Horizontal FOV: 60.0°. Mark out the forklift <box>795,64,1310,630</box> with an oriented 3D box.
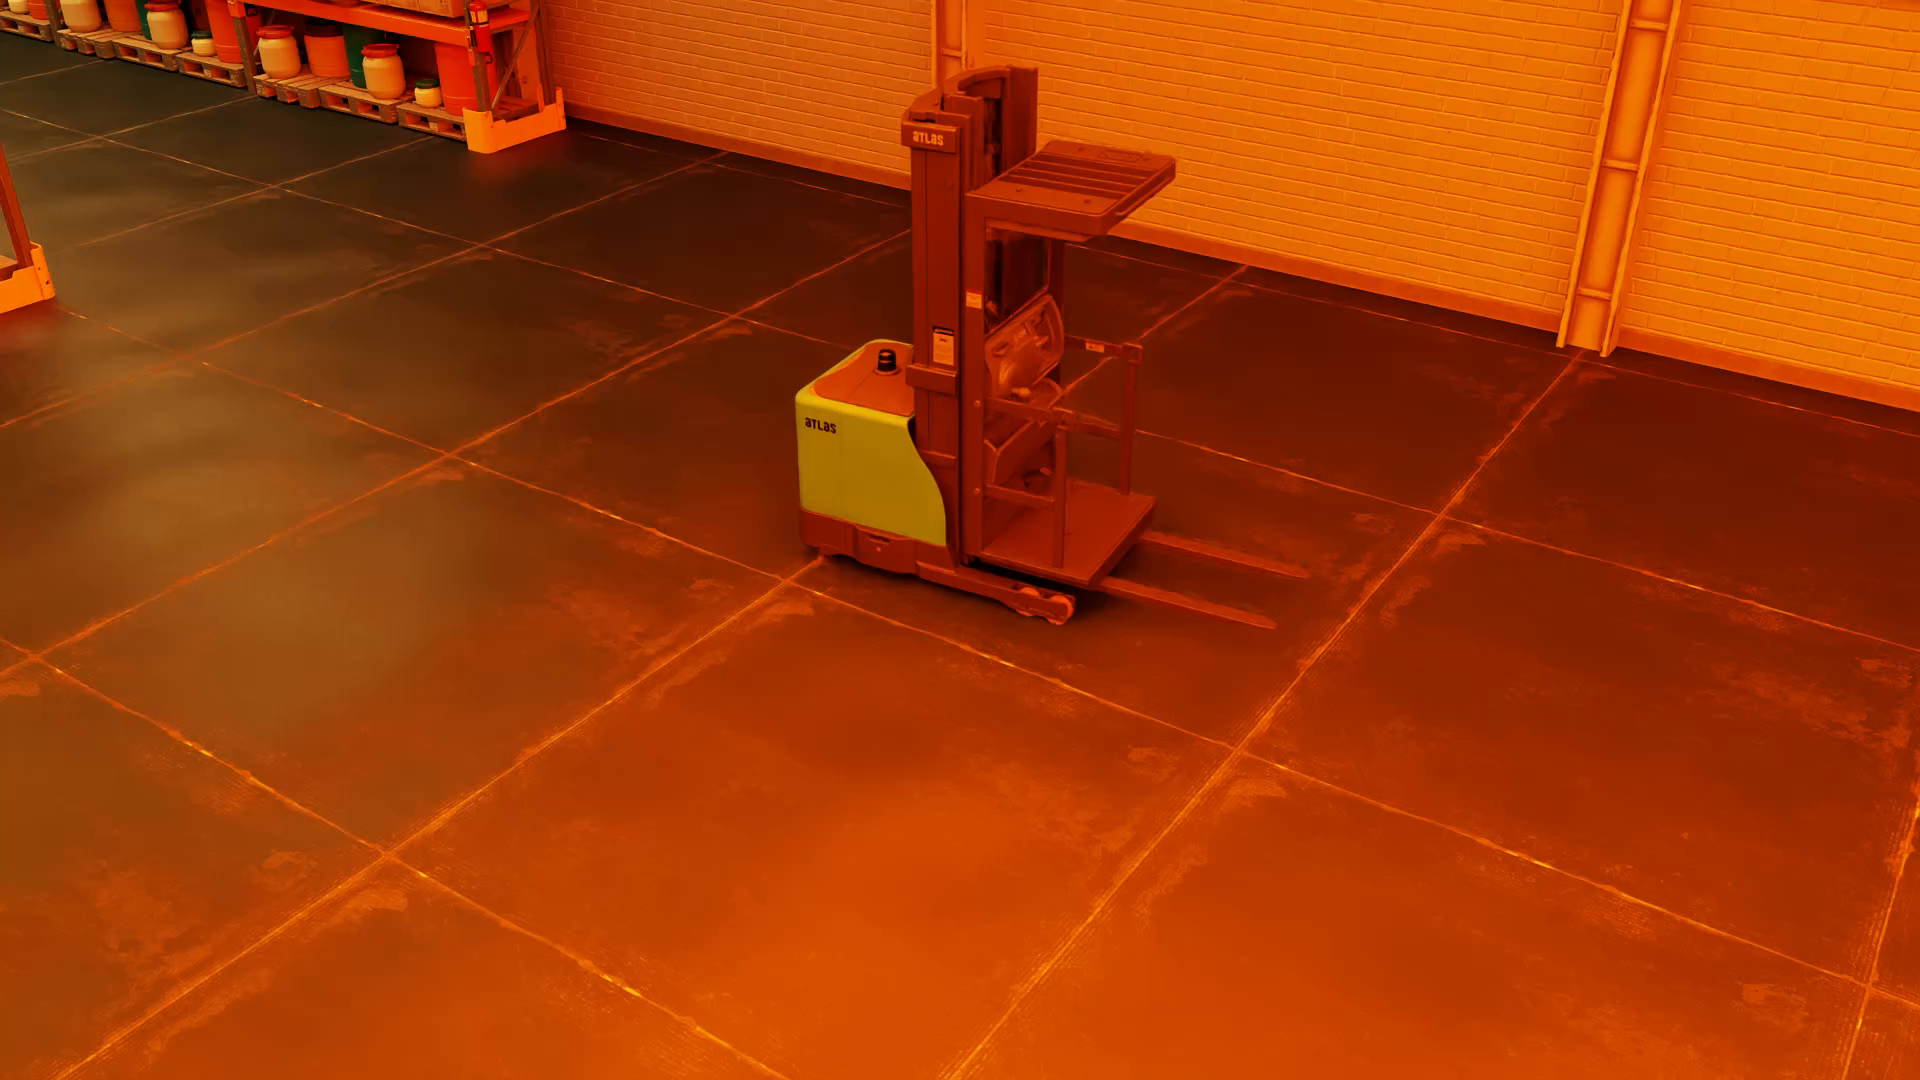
[{"bbox_3d":[0.551,-1.082,9.444,3.031,2.935,1.130,15,33,23],"label":"forklift"}]
